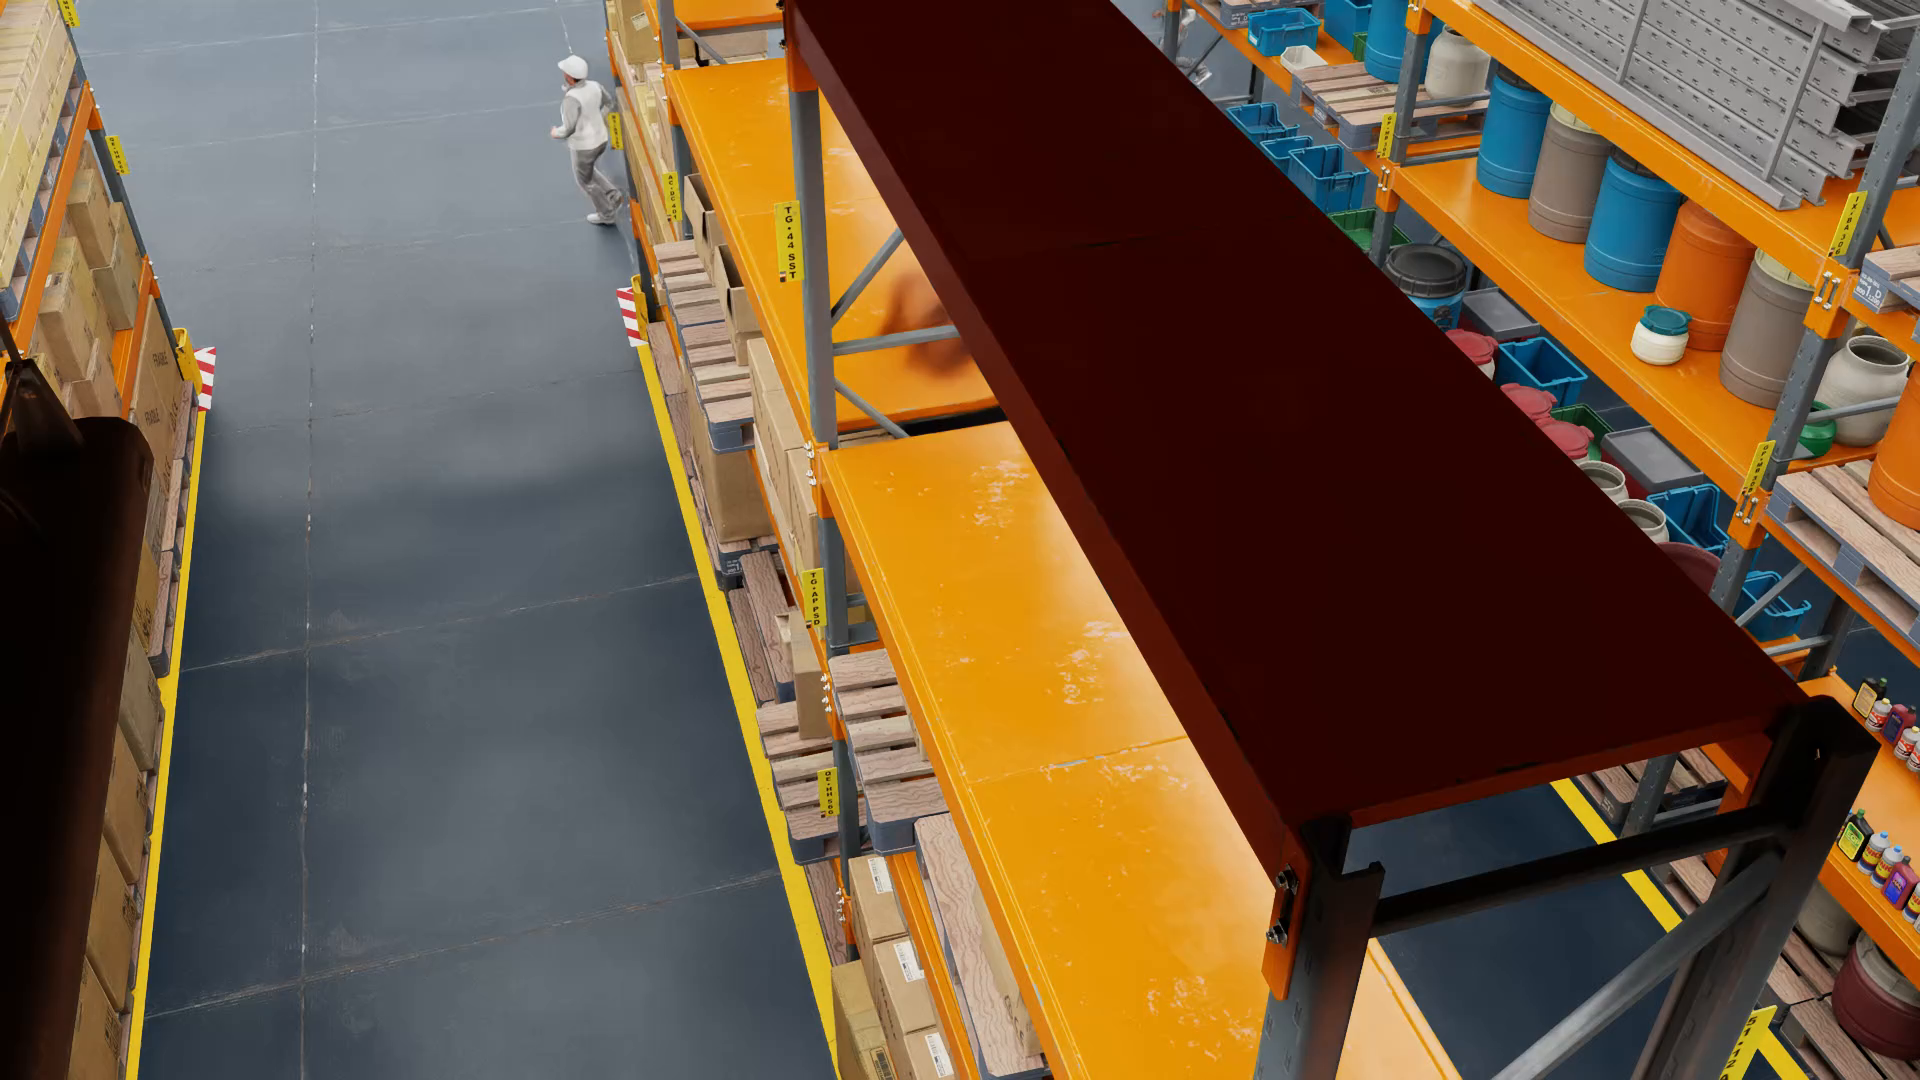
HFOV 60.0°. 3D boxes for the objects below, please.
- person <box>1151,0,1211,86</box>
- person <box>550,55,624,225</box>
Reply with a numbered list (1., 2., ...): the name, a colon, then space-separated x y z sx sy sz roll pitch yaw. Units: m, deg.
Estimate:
1. person: 2.451 -5.704 18.780 0.783 1.584 0.555 6 39 7
2. person: -3.712 -3.934 16.395 0.570 1.740 0.672 13 40 16
